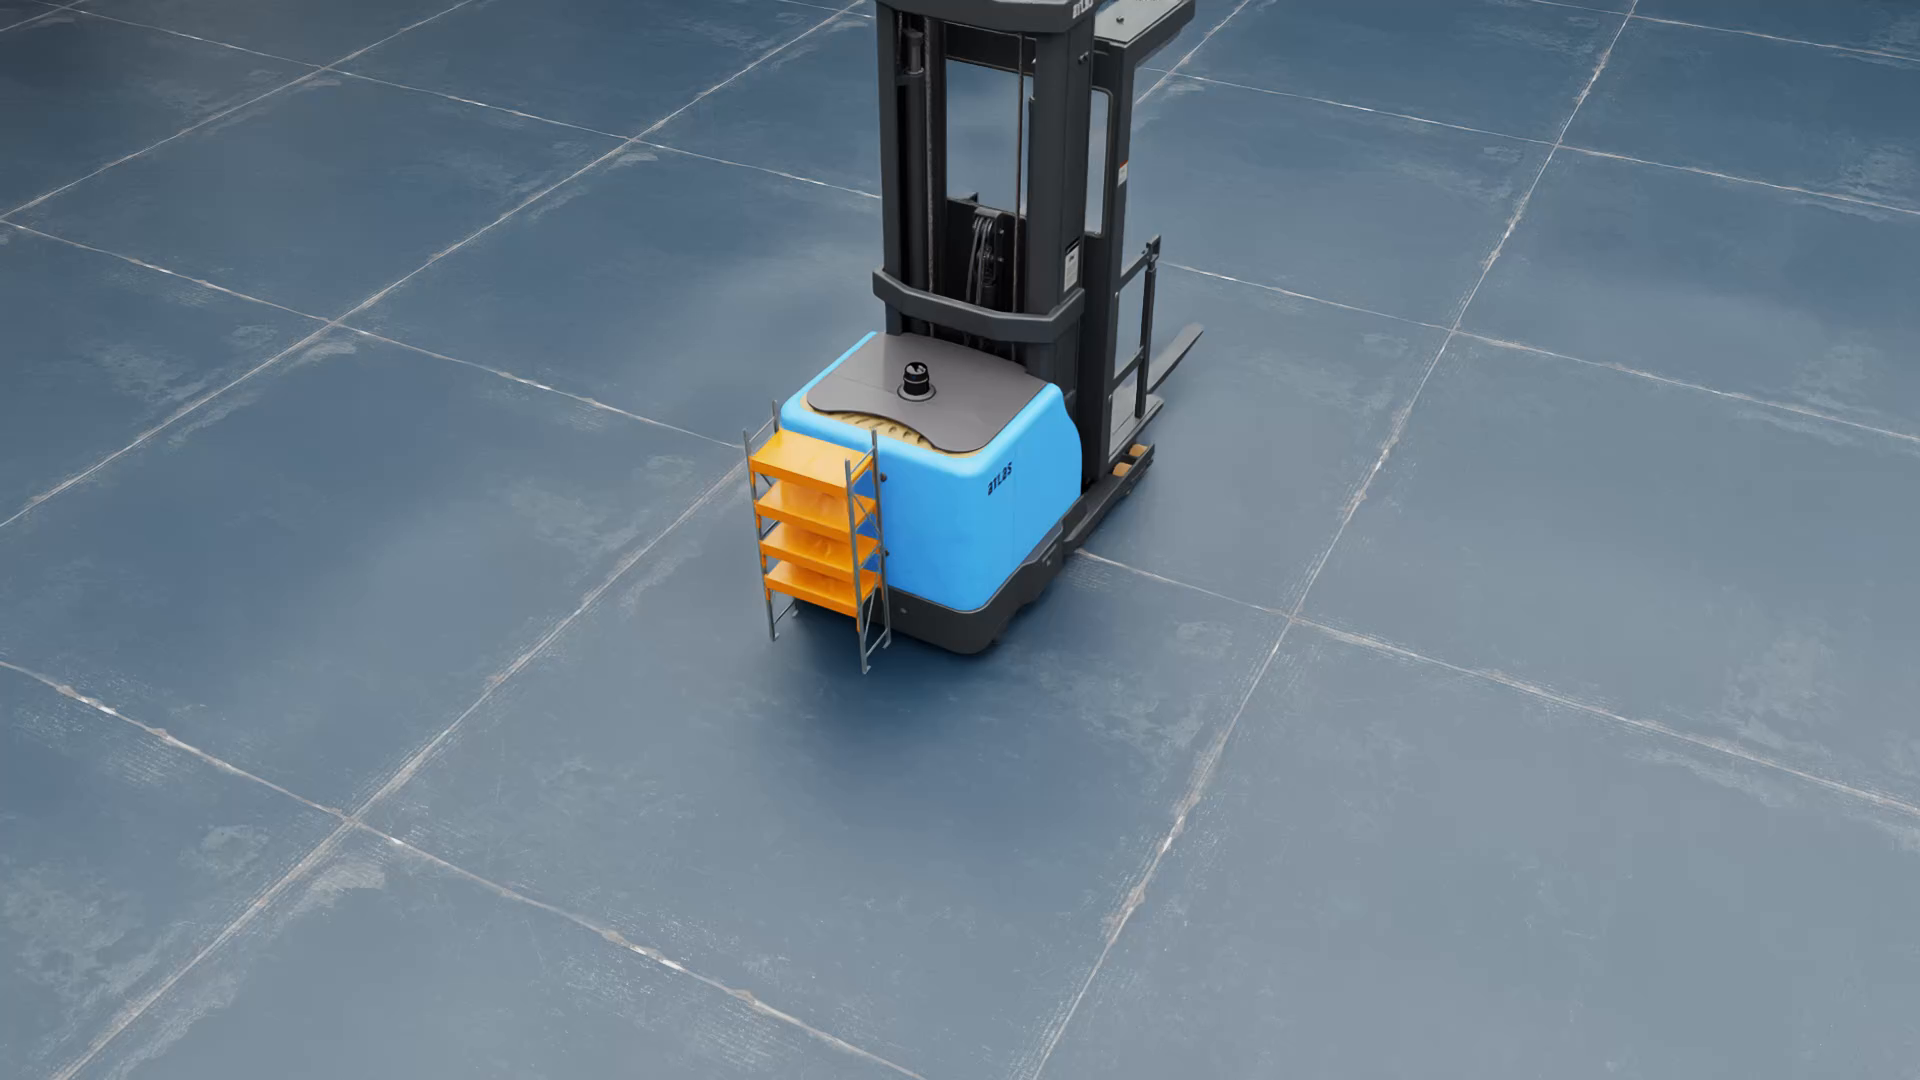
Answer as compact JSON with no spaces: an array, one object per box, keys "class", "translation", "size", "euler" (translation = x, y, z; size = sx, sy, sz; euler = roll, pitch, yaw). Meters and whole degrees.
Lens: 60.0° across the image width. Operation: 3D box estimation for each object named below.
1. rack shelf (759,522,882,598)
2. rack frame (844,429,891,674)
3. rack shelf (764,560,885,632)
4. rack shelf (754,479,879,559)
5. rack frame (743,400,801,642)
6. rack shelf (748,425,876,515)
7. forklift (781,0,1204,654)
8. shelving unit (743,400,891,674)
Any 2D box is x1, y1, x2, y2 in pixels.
[{"class":"rack shelf","translation":[-0.606,0.056,7.304],"size":[0.480,0.148,0.258],"euler":[17,43,22]},{"class":"rack frame","translation":[-0.392,0.072,7.171],"size":[0.015,1.200,0.240],"euler":[17,43,22]},{"class":"rack shelf","translation":[-0.602,0.209,7.431],"size":[0.480,0.148,0.258],"euler":[17,43,22]},{"class":"rack shelf","translation":[-0.612,-0.116,7.161],"size":[0.480,0.148,0.258],"euler":[17,43,22]},{"class":"rack frame","translation":[-0.825,-0.063,7.350],"size":[0.015,1.200,0.240],"euler":[17,43,22]},{"class":"rack shelf","translation":[-0.618,-0.297,7.009],"size":[0.480,0.148,0.258],"euler":[17,43,22]},{"class":"forklift","translation":[0.361,-1.527,7.857],"size":[1.130,2.935,3.031],"euler":[19,41,23]},{"class":"shelving unit","translation":[-0.608,0.004,7.261],"size":[0.503,1.200,0.258],"euler":[17,43,22]}]
